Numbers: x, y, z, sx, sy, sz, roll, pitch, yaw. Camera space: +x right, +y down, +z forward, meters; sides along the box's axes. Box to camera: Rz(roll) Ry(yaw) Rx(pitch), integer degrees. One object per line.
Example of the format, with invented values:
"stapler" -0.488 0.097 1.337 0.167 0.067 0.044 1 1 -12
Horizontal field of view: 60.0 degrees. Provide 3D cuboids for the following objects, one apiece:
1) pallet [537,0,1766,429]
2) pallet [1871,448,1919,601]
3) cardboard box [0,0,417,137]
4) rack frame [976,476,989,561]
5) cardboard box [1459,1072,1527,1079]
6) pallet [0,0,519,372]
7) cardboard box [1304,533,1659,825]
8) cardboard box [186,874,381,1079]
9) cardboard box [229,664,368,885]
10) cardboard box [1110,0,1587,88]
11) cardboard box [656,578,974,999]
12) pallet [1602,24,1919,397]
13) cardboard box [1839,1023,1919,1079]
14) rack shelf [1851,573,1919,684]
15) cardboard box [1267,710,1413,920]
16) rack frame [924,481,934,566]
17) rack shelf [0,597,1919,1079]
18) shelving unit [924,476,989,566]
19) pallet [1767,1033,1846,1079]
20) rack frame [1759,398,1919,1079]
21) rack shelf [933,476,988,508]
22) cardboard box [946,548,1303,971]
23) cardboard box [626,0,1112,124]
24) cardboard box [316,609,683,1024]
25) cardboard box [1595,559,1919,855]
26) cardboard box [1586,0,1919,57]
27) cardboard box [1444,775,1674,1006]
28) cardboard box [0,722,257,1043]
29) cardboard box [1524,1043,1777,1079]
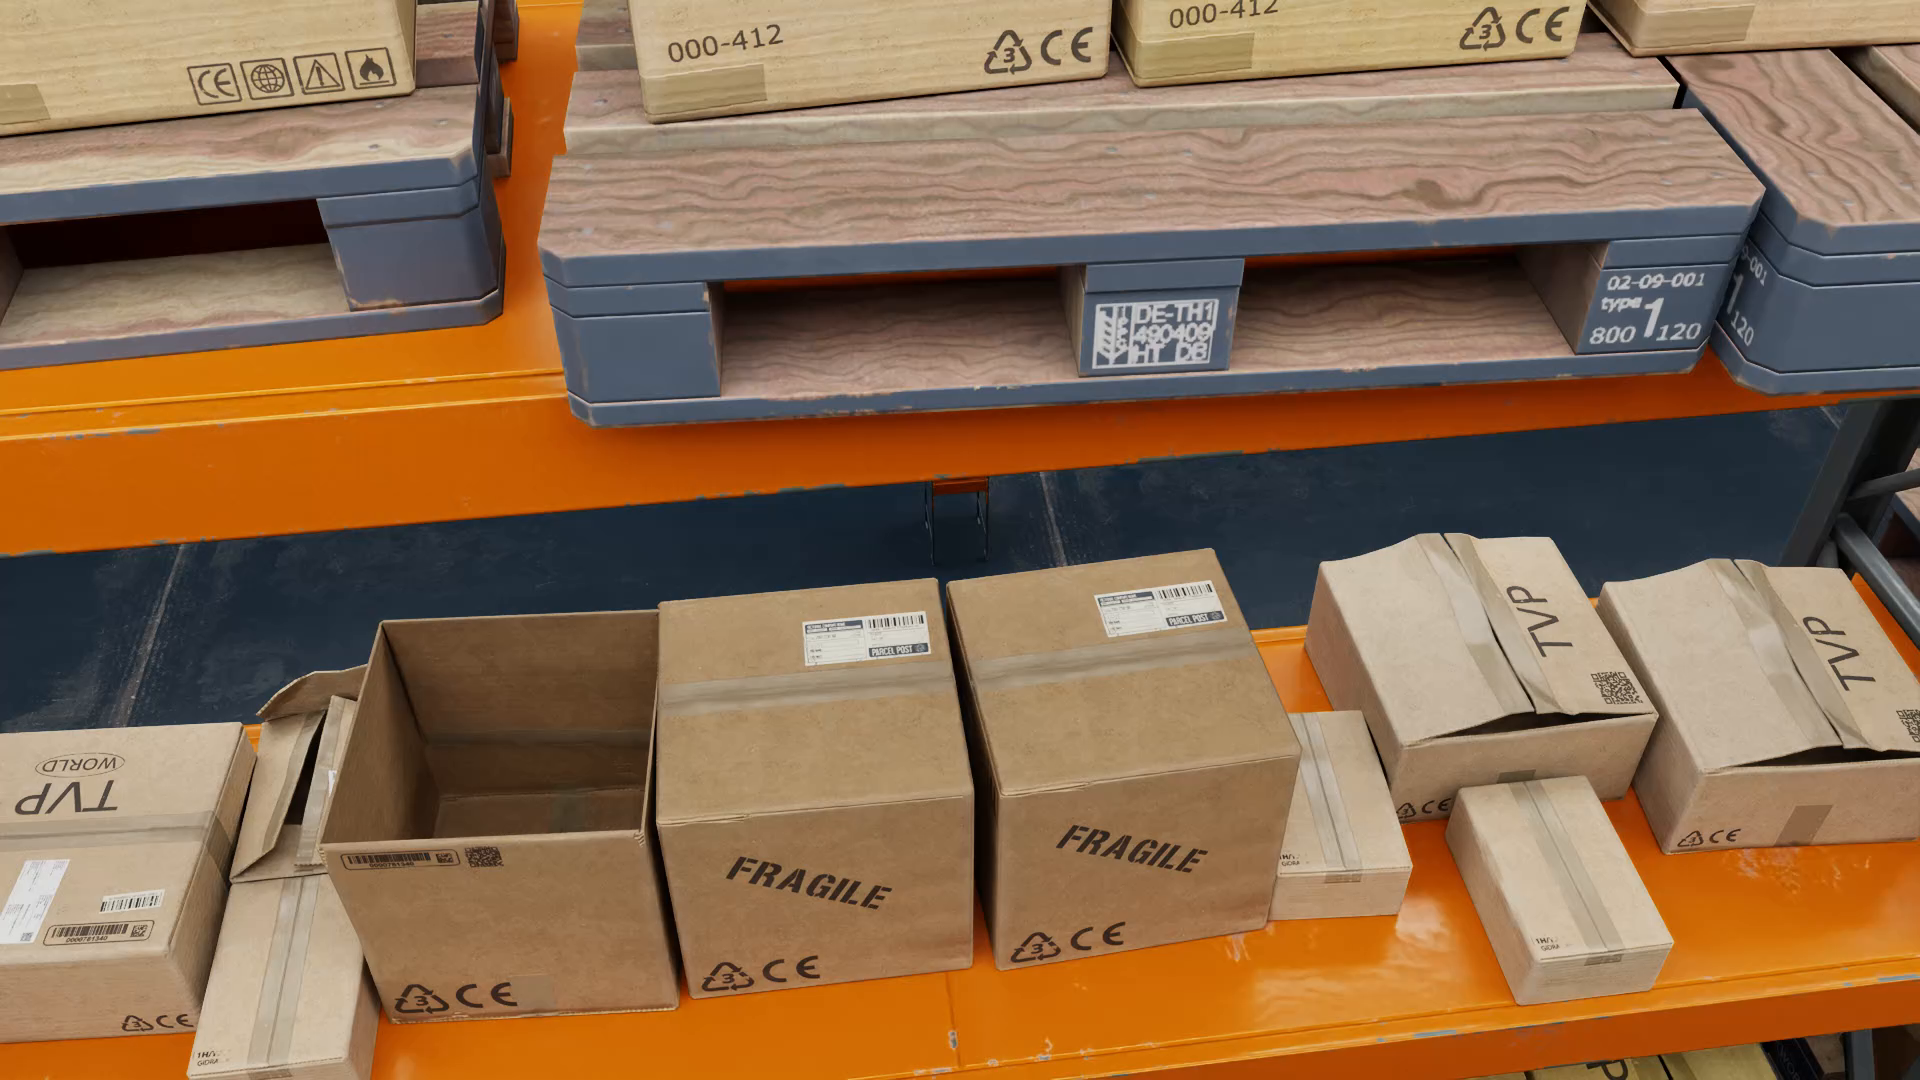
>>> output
"pallet" 0.157 -0.556 2.028 1.213 0.211 1.003 -3 42 -4
"pallet" 2.590 0.236 3.392 1.003 0.211 1.213 -5 42 -6
"cardboard box" -0.883 -0.693 1.838 0.500 0.250 0.500 -9 43 -10
"rack frame" 0.076 -0.452 5.356 0.006 1.200 0.240 -5 42 -6
"cardboard box" 0.925 1.186 3.516 0.500 0.311 0.500 -6 42 -6
"pallet" -1.166 -0.510 1.979 1.217 0.209 0.805 -7 42 -7
"cardboard box" 1.015 0.253 3.297 0.500 0.311 0.500 -5 42 -6
"cardboard box" -1.134 0.770 2.844 0.250 0.149 0.380 -5 42 -6
"cardboard box" -1.191 0.469 3.090 0.258 0.266 0.396 -6 42 -7
"cardboard box" 0.399 -0.767 1.920 0.500 0.250 0.500 -6 42 -6
"cardboard box" -0.256 0.436 2.953 0.500 0.500 0.500 -5 42 -5
"pallet" 1.266 -0.655 2.138 1.003 0.211 1.213 -3 42 -4
"cardboard box" 2.416 1.186 3.734 0.500 0.500 0.500 -3 42 -4
"rack shelf" 3.910 0.364 3.644 4.000 0.370 1.077 -5 42 -6
"cardboard box" 0.670 0.512 3.130 0.250 0.149 0.380 -2 42 -2
"rack frame" -0.105 -0.436 5.338 0.006 1.200 0.240 -5 42 -6
"rack shelf" -0.056 0.711 3.259 4.000 0.370 1.077 -5 42 -6
"shelving unit" -0.014 -0.444 5.347 0.189 1.200 0.258 -5 42 -6
"pallet" 2.672 1.266 4.189 1.213 0.211 1.003 -5 42 -6
"rack frame" 1.927 0.271 3.211 0.127 3.000 1.000 -5 42 -6
"rack shelf" -0.014 -0.233 5.537 0.180 0.103 0.258 -5 42 -6
"cardboard box" 0.266 0.390 3.004 0.500 0.500 0.500 -7 43 -8
"cardboard box" -0.135 -0.722 1.869 0.500 0.250 0.500 -8 43 -9
"cardboard box" -0.753 0.479 2.905 0.500 0.500 0.500 -2 42 -2
"cardboard box" 1.561 0.306 3.238 0.500 0.311 0.500 -3 42 -3
"cardboard box" 0.967 -0.809 1.967 0.500 0.250 0.500 -4 42 -4
"cardboard box" 1.071 0.625 3.005 0.250 0.149 0.380 -5 42 -6
"cardboard box" -1.556 0.602 2.955 0.500 0.250 0.500 -3 42 -3
"cardboard box" 1.440 1.136 3.571 0.500 0.311 0.500 -4 42 -4
